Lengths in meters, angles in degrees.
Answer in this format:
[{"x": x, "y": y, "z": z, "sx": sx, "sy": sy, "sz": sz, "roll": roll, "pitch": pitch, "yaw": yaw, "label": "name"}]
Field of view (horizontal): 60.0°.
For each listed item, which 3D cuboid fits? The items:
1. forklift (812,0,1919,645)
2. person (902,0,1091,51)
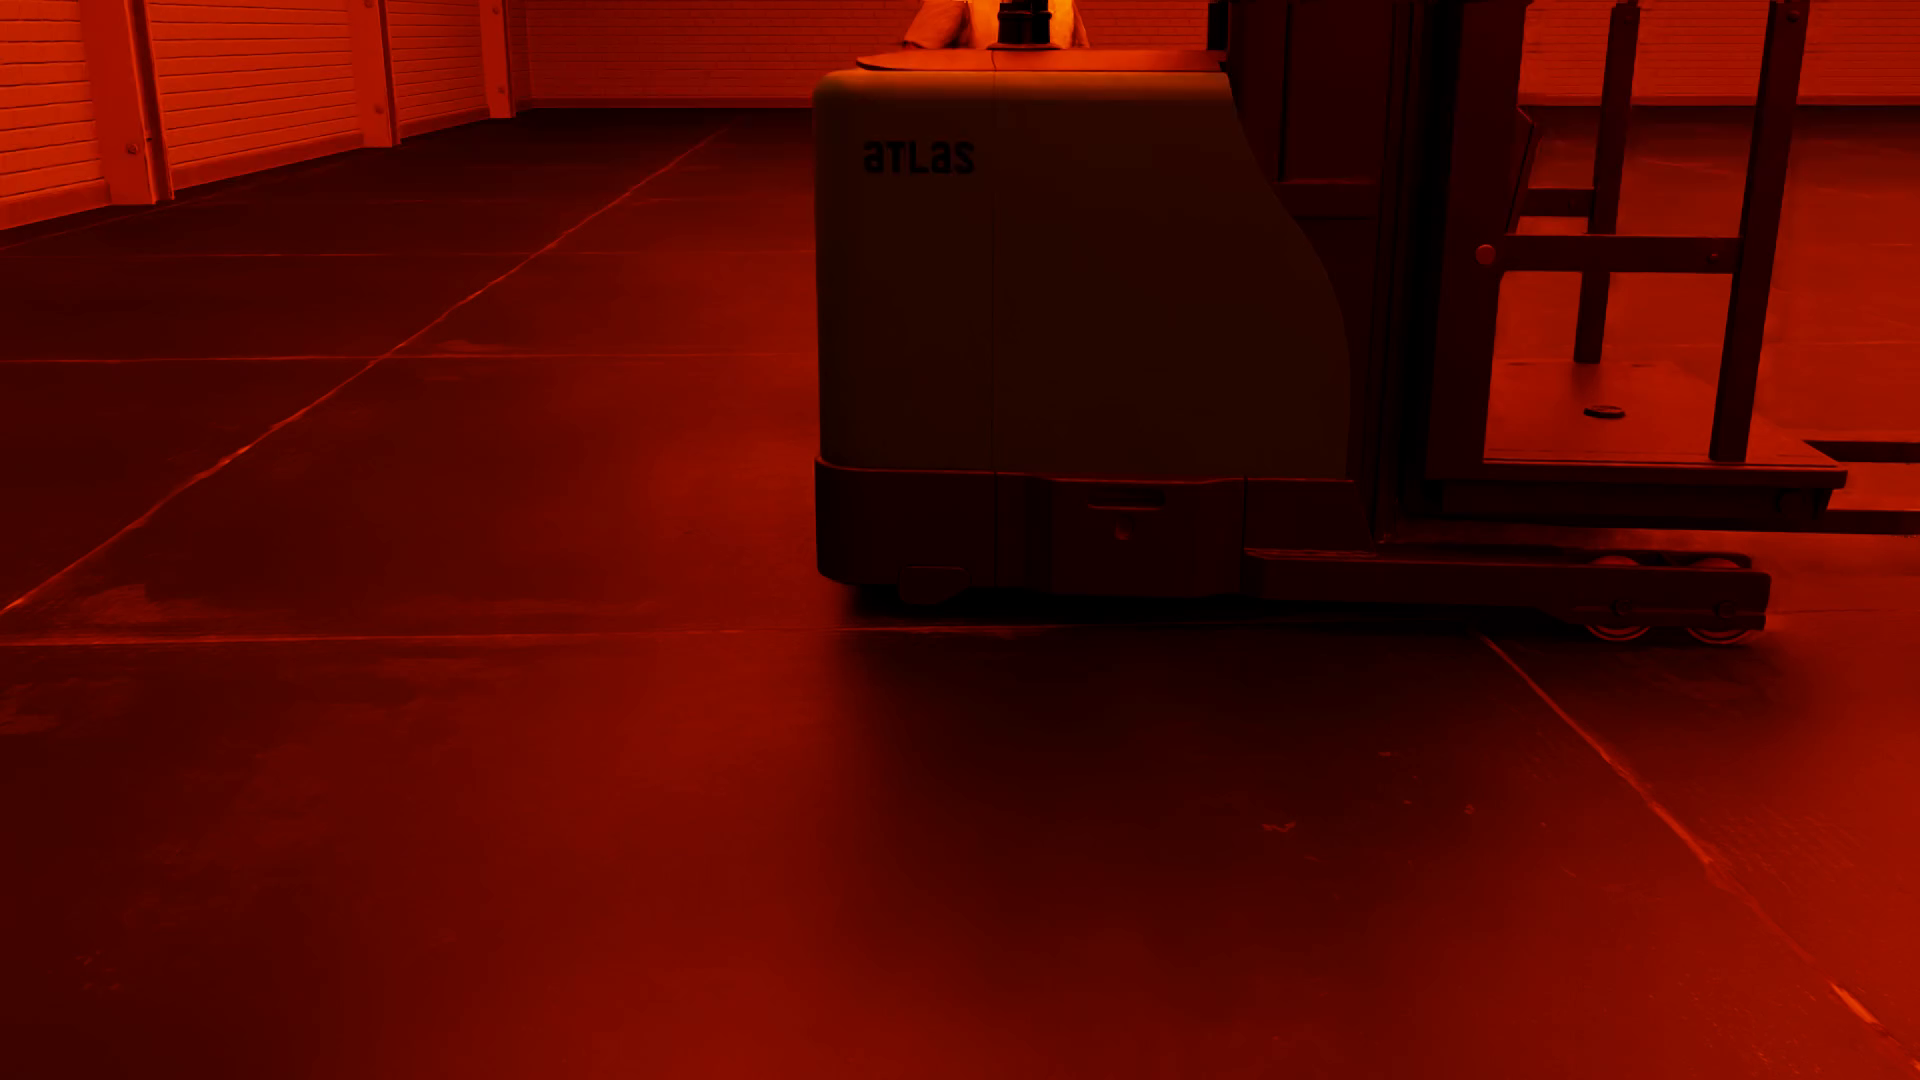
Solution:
[{"x": 1.248, "y": -1.360, "z": 3.353, "sx": 3.031, "sy": 2.935, "sz": 1.130, "roll": 1, "pitch": 17, "yaw": 5, "label": "forklift"}, {"x": 0.170, "y": -1.188, "z": 5.163, "sx": 0.959, "sy": 1.592, "sz": 0.588, "roll": -7, "pitch": 18, "yaw": -22, "label": "person"}]
